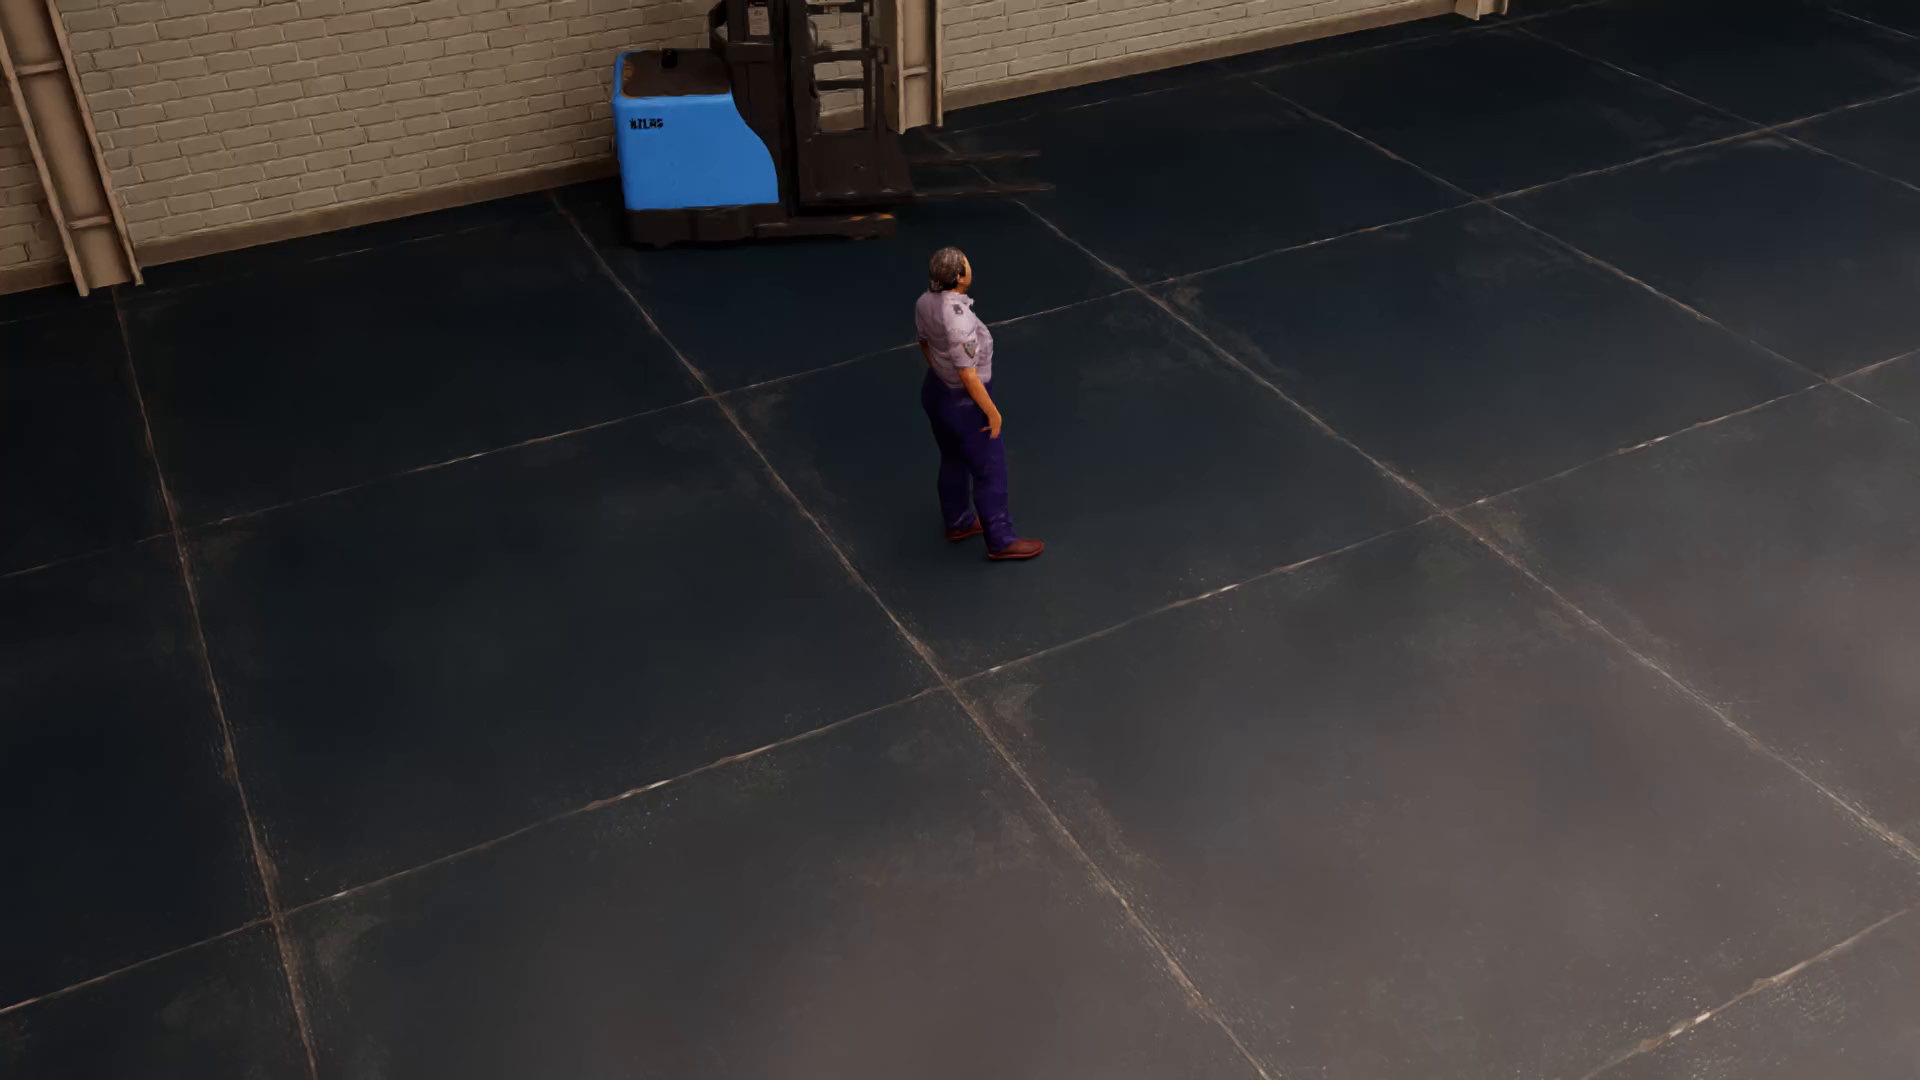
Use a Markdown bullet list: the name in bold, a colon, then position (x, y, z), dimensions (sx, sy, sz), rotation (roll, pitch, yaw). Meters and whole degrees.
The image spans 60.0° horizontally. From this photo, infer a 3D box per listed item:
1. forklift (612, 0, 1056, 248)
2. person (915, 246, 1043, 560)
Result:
- **forklift**: position (-0.865, -3.590, 11.202), dimensions (3.031, 2.935, 1.130), rotation (-5, 36, -7)
- **person**: position (0.090, -0.691, 8.201), dimensions (0.502, 1.650, 0.599), rotation (-17, 39, -23)
